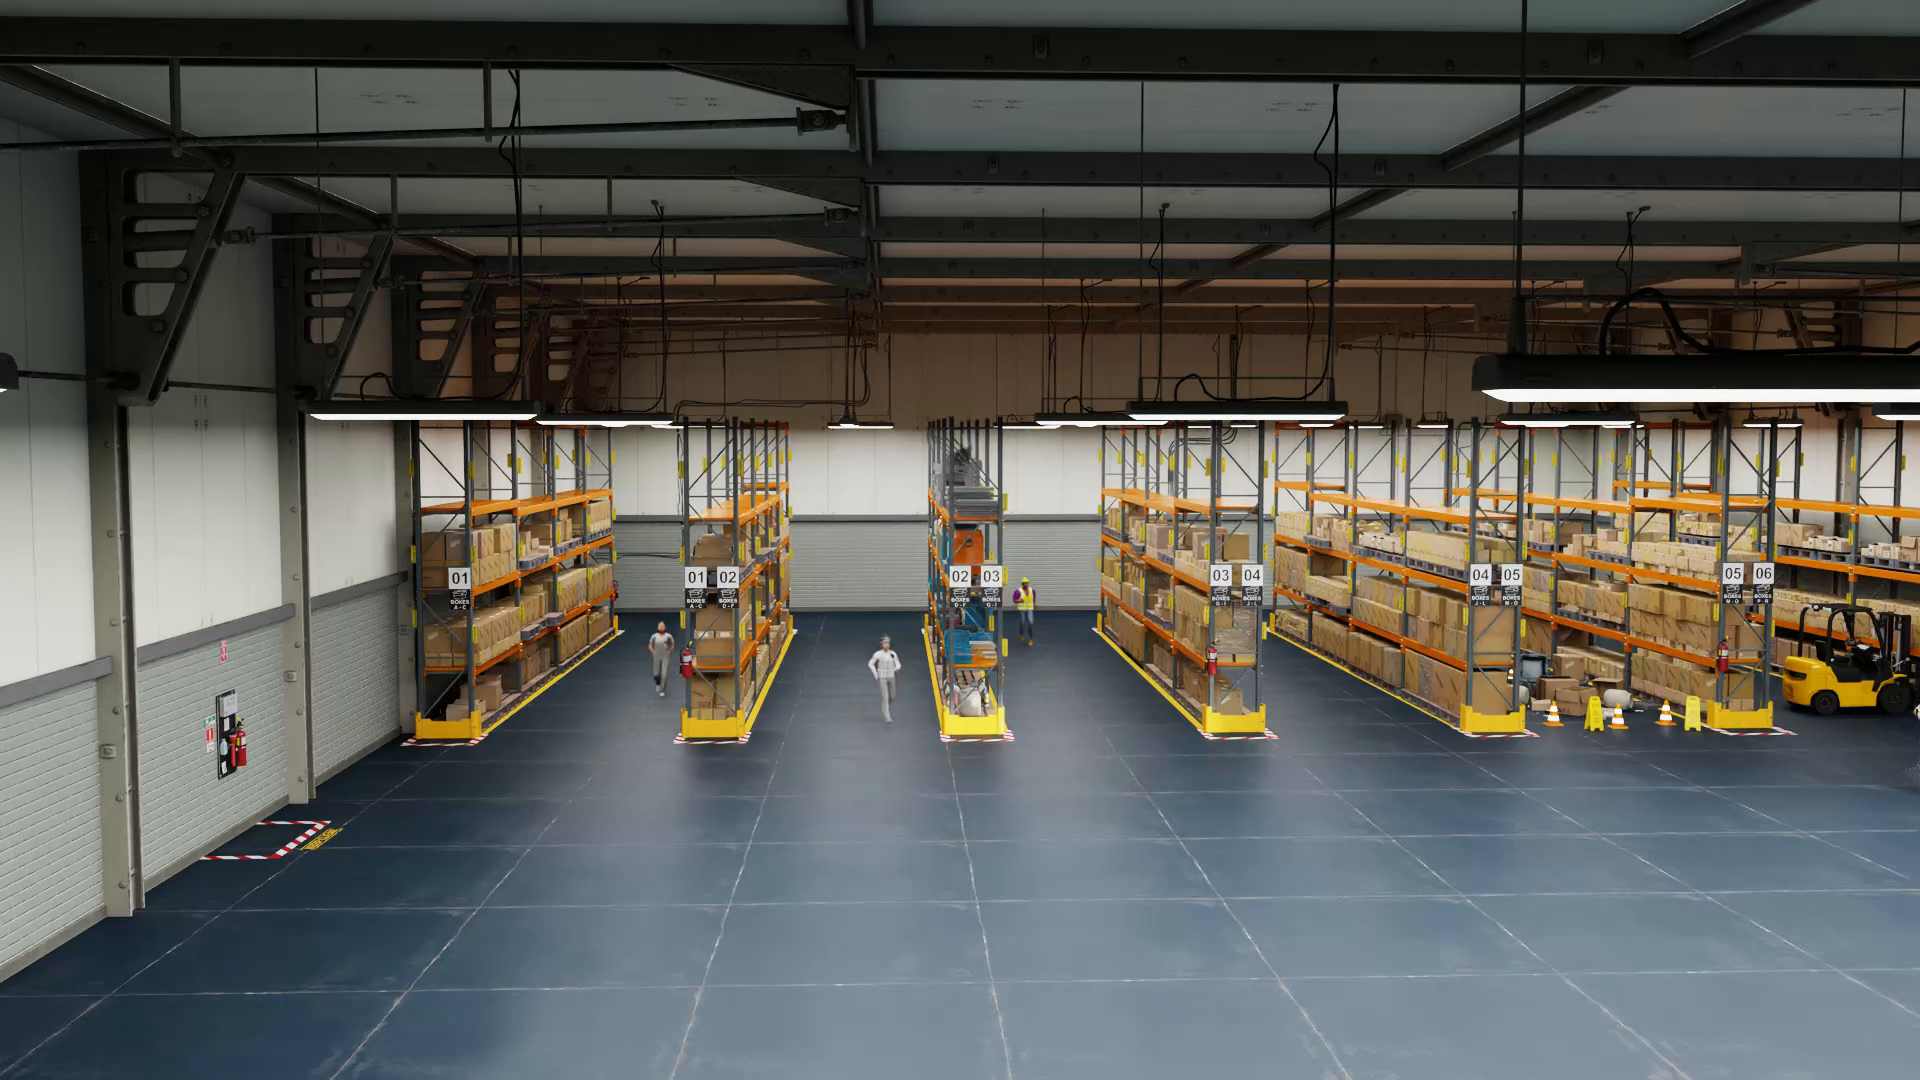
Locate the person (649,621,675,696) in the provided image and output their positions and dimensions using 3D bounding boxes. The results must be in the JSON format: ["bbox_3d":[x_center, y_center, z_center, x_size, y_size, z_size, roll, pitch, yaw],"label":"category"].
[{"bbox_3d":[-6.436,2.565,35.897,0.560,1.622,0.578,0,4,-7],"label":"person"}]

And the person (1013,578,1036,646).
[{"bbox_3d":[1.748,1.921,44.726,0.681,1.824,0.830,-1,4,-10],"label":"person"}]

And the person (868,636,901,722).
[{"bbox_3d":[-1.478,2.737,32.960,0.626,1.660,0.808,-1,4,-20],"label":"person"}]
